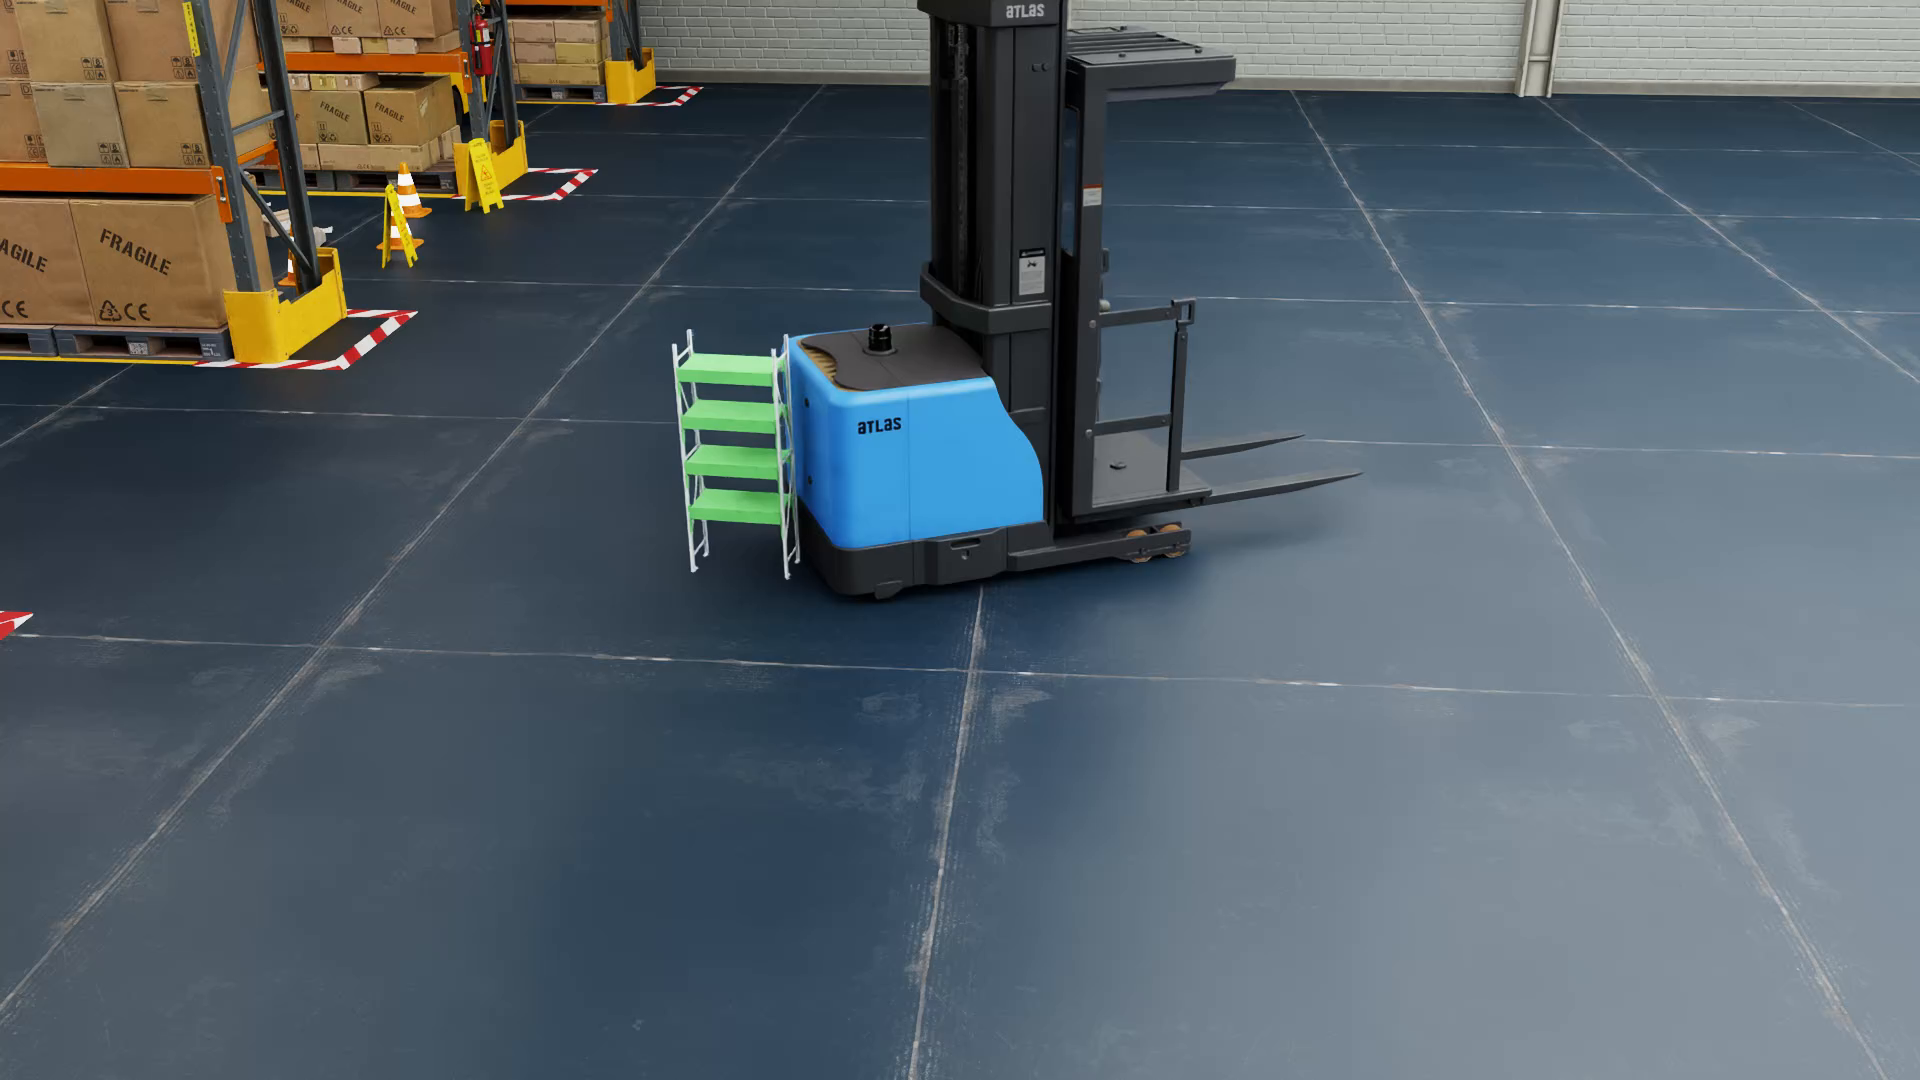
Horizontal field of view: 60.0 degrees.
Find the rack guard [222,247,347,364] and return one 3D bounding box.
[{"bbox_3d":[-4.770,-1.679,11.801,0.348,0.500,1.175,2,25,4],"label":"rack guard"}]

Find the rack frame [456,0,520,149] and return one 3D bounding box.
[{"bbox_3d":[-4.516,-4.882,15.771,0.127,3.000,1.000,2,25,4],"label":"rack frame"}]

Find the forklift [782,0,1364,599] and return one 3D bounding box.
[{"bbox_3d":[0.658,-1.411,8.310,3.031,2.935,1.130,-9,26,-18],"label":"forklift"}]

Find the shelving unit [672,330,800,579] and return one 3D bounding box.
[{"bbox_3d":[-1.093,-0.415,8.210,0.503,1.200,0.258,4,25,9],"label":"shelving unit"}]

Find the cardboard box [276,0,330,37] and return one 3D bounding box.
[{"bbox_3d":[-6.076,-5.000,15.553,0.500,0.500,0.500,2,25,4],"label":"cardboard box"}]

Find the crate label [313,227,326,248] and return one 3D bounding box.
[{"bbox_3d":[-5.578,-2.583,14.200,0.298,0.136,0.250,-11,27,-23],"label":"crate label"}]

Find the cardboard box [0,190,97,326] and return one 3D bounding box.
[{"bbox_3d":[-6.353,-2.062,11.683,0.875,0.875,0.875,1,25,3],"label":"cardboard box"}]

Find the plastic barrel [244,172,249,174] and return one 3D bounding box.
[{"bbox_3d":[-6.691,-3.146,15.082,0.421,0.421,0.512,22,33,39],"label":"plastic barrel"}]

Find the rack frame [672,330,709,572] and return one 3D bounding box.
[{"bbox_3d":[-1.333,-0.431,8.250,0.015,1.200,0.240,4,25,9],"label":"rack frame"}]

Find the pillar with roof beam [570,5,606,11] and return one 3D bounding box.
[{"bbox_3d":[-5.094,-8.280,15.978,0.400,9.000,9.100,2,25,4],"label":"pillar with roof beam"}]

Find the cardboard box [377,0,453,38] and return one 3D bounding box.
[{"bbox_3d":[-5.078,-4.965,15.476,0.500,0.500,0.500,1,25,3],"label":"cardboard box"}]

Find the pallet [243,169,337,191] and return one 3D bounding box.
[{"bbox_3d":[-6.612,-3.698,16.535,1.213,0.211,1.003,2,25,4],"label":"pallet"}]

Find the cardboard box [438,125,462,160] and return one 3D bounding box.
[{"bbox_3d":[-5.299,-3.964,16.564,0.500,0.250,0.500,2,25,4],"label":"cardboard box"}]

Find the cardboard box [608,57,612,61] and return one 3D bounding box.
[{"bbox_3d":[-4.614,-5.990,20.965,0.500,0.250,0.500,2,25,4],"label":"cardboard box"}]

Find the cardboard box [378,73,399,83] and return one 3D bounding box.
[{"bbox_3d":[-5.844,-4.321,16.441,0.500,0.500,0.500,1,25,2],"label":"cardboard box"}]

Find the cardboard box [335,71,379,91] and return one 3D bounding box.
[{"bbox_3d":[-5.706,-4.359,15.750,0.250,0.149,0.380,3,25,6],"label":"cardboard box"}]

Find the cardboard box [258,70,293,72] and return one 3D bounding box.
[{"bbox_3d":[-8.649,-6.203,20.980,0.625,0.625,0.875,3,25,6],"label":"cardboard box"}]

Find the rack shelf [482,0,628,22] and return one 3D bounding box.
[{"bbox_3d":[-6.134,-6.688,20.557,4.000,0.370,1.077,2,25,4],"label":"rack shelf"}]

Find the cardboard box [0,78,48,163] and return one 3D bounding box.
[{"bbox_3d":[-6.266,-2.955,11.405,0.550,0.550,0.875,2,25,4],"label":"cardboard box"}]

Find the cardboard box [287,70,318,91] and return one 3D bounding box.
[{"bbox_3d":[-6.219,-4.378,15.790,0.250,0.149,0.380,3,25,6],"label":"cardboard box"}]

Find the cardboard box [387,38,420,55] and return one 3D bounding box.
[{"bbox_3d":[-5.166,-4.652,15.573,0.250,0.149,0.380,2,25,3],"label":"cardboard box"}]

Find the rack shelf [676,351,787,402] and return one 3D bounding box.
[{"bbox_3d":[-1.097,-0.793,8.036,0.480,0.148,0.258,4,25,9],"label":"rack shelf"}]

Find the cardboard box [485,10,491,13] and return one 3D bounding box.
[{"bbox_3d":[-6.111,-6.495,20.868,0.500,0.250,0.500,1,25,3],"label":"cardboard box"}]

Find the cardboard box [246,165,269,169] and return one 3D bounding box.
[{"bbox_3d":[-6.874,-3.792,16.189,0.500,0.250,0.500,2,25,3],"label":"cardboard box"}]

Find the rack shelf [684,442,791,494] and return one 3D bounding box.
[{"bbox_3d":[-1.092,-0.357,8.237,0.480,0.148,0.258,4,25,9],"label":"rack shelf"}]

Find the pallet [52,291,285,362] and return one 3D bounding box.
[{"bbox_3d":[-5.597,-1.542,11.848,1.213,0.211,1.003,2,25,4],"label":"pallet"}]

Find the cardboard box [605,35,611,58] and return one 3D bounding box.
[{"bbox_3d":[-4.592,-6.221,20.870,0.500,0.250,0.500,2,25,5],"label":"cardboard box"}]

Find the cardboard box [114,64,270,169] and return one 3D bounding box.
[{"bbox_3d":[-5.167,-2.877,11.234,0.550,0.550,0.875,2,25,4],"label":"cardboard box"}]

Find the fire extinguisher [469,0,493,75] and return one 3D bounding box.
[{"bbox_3d":[-4.437,-4.651,15.362,0.183,0.674,0.296,2,25,4],"label":"fire extinguisher"}]

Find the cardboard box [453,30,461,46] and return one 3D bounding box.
[{"bbox_3d":[-4.839,-4.865,16.034,0.250,0.149,0.380,2,25,4],"label":"cardboard box"}]

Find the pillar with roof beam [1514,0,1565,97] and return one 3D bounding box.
[{"bbox_3d":[6.870,-7.896,15.144,0.400,9.000,9.100,2,25,4],"label":"pillar with roof beam"}]

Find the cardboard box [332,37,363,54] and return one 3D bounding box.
[{"bbox_3d":[-5.679,-4.665,15.600,0.250,0.149,0.380,2,25,5],"label":"cardboard box"}]

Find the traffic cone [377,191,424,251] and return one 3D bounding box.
[{"bbox_3d":[-4.789,-2.732,14.133,0.334,0.463,0.336,2,25,4],"label":"traffic cone"}]

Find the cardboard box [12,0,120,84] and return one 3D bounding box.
[{"bbox_3d":[-5.716,-3.381,11.039,0.550,0.550,0.875,2,25,4],"label":"cardboard box"}]

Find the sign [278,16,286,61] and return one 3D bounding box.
[{"bbox_3d":[-4.746,-3.476,11.585,0.005,0.325,0.100,2,25,4],"label":"sign"}]

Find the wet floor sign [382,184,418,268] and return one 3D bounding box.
[{"bbox_3d":[-4.614,-2.570,13.564,0.232,0.644,0.267,-2,25,-5],"label":"wet floor sign"}]

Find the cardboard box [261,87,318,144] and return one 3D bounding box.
[{"bbox_3d":[-6.358,-4.115,15.995,0.500,0.500,0.500,1,25,3],"label":"cardboard box"}]

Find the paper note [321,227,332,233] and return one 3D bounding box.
[{"bbox_3d":[-5.611,-2.734,14.654,0.142,0.019,0.148,-7,26,-14],"label":"paper note"}]

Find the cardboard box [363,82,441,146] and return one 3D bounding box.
[{"bbox_3d":[-5.335,-4.081,15.921,0.500,0.500,0.500,2,25,4],"label":"cardboard box"}]

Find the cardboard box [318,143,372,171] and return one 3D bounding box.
[{"bbox_3d":[-5.858,-3.757,16.114,0.500,0.250,0.500,2,25,4],"label":"cardboard box"}]

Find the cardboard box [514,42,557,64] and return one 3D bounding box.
[{"bbox_3d":[-5.148,-6.025,20.445,0.500,0.250,0.500,2,25,3],"label":"cardboard box"}]

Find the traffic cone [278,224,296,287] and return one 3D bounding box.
[{"bbox_3d":[-5.215,-2.272,13.134,0.334,0.463,0.336,2,25,4],"label":"traffic cone"}]

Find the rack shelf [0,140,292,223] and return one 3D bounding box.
[{"bbox_3d":[-6.788,-2.553,11.570,4.000,0.370,1.077,2,25,4],"label":"rack shelf"}]

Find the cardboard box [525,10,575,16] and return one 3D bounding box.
[{"bbox_3d":[-5.103,-6.455,20.781,0.500,0.250,0.500,2,25,4],"label":"cardboard box"}]

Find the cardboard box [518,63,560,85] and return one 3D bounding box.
[{"bbox_3d":[-5.127,-5.796,20.544,0.500,0.250,0.500,2,25,4],"label":"cardboard box"}]

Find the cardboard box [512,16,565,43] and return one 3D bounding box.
[{"bbox_3d":[-5.132,-6.245,20.325,0.500,0.250,0.500,2,25,5],"label":"cardboard box"}]

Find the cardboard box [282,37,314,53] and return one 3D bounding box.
[{"bbox_3d":[-6.186,-4.702,15.681,0.250,0.149,0.380,2,25,3],"label":"cardboard box"}]
